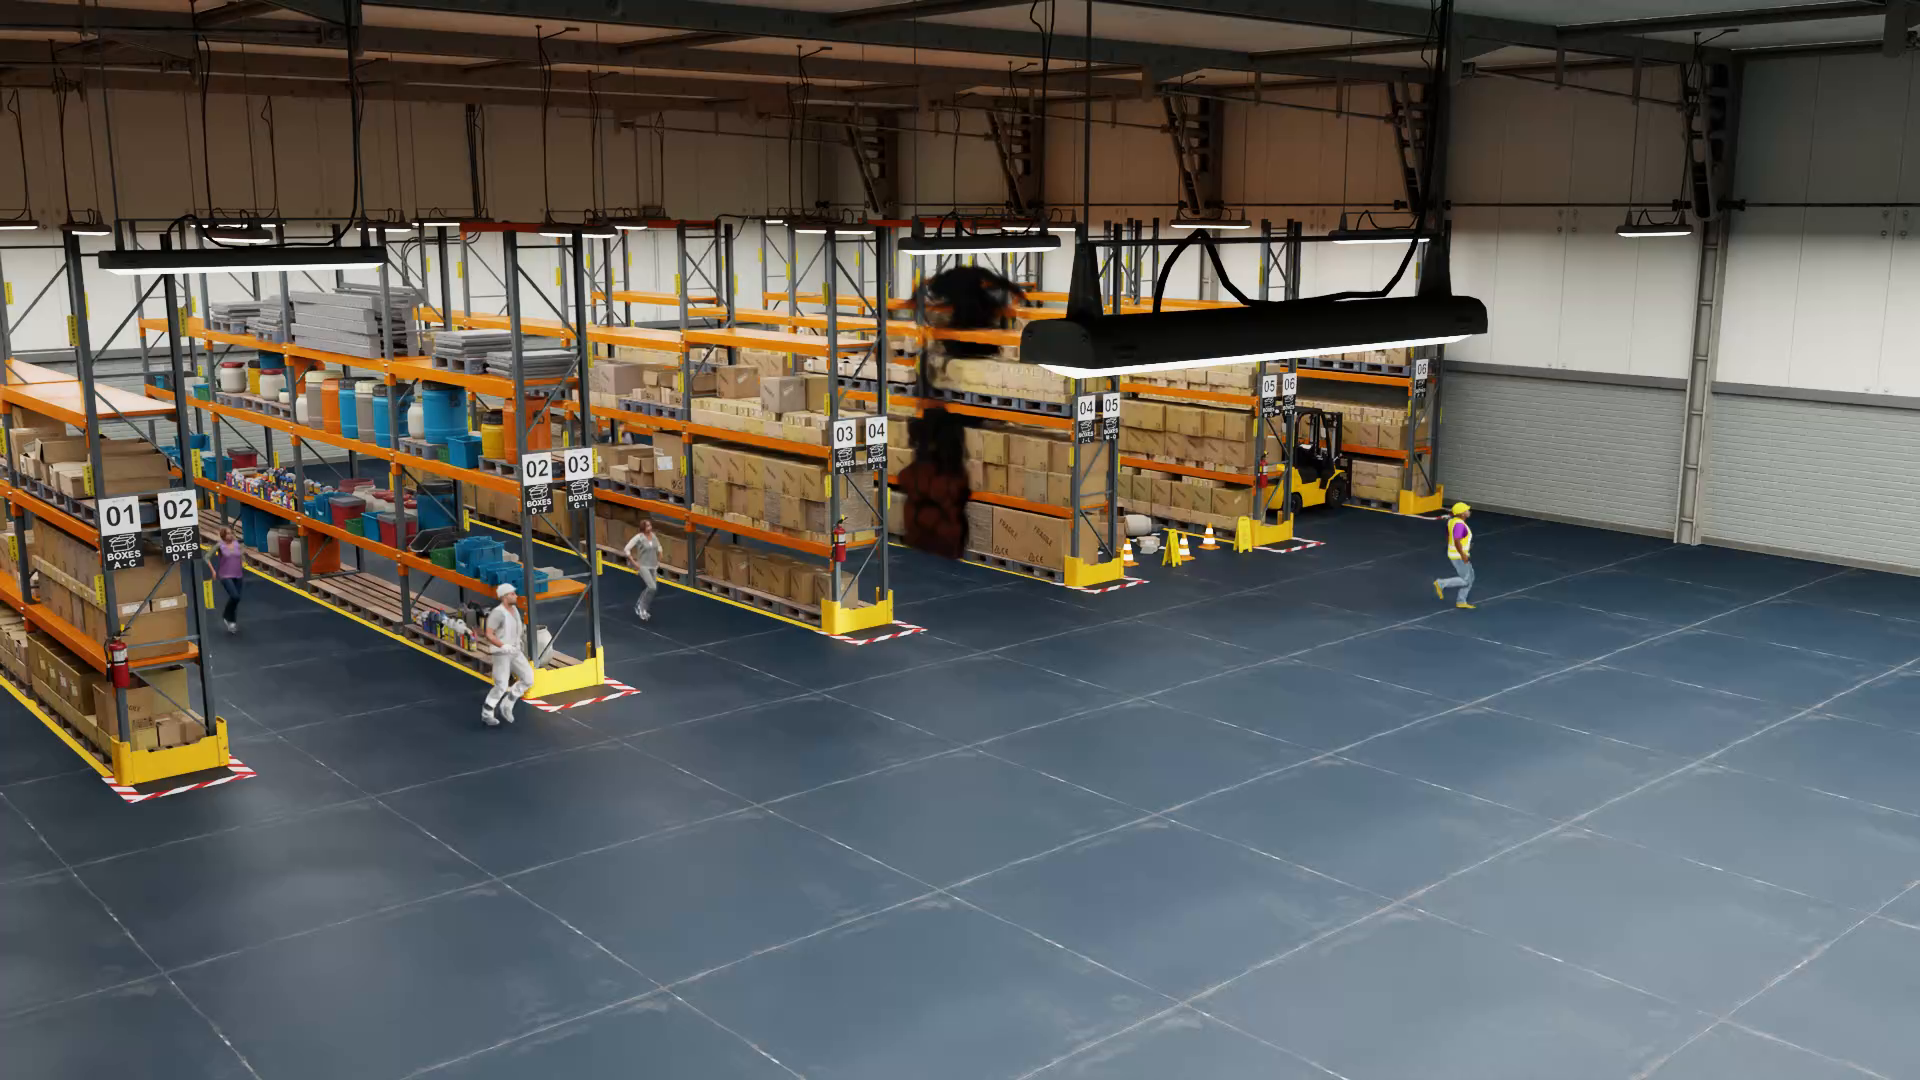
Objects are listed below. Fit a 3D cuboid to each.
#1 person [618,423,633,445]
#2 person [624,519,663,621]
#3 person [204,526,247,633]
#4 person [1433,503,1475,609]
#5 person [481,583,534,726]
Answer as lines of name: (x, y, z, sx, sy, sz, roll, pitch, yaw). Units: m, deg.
person: (-7.353, -1.731, 36.396, 0.608, 1.674, 0.687, -8, 14, -34)
person: (-4.811, 0.449, 25.607, 0.557, 1.577, 0.593, 10, 15, 39)
person: (-10.924, 0.588, 24.910, 0.676, 1.607, 0.510, 7, 14, 32)
person: (7.857, 0.251, 26.355, 0.702, 1.713, 0.701, 1, 11, 6)
person: (-5.562, 1.392, 20.546, 0.611, 1.726, 0.719, 5, 12, 21)
